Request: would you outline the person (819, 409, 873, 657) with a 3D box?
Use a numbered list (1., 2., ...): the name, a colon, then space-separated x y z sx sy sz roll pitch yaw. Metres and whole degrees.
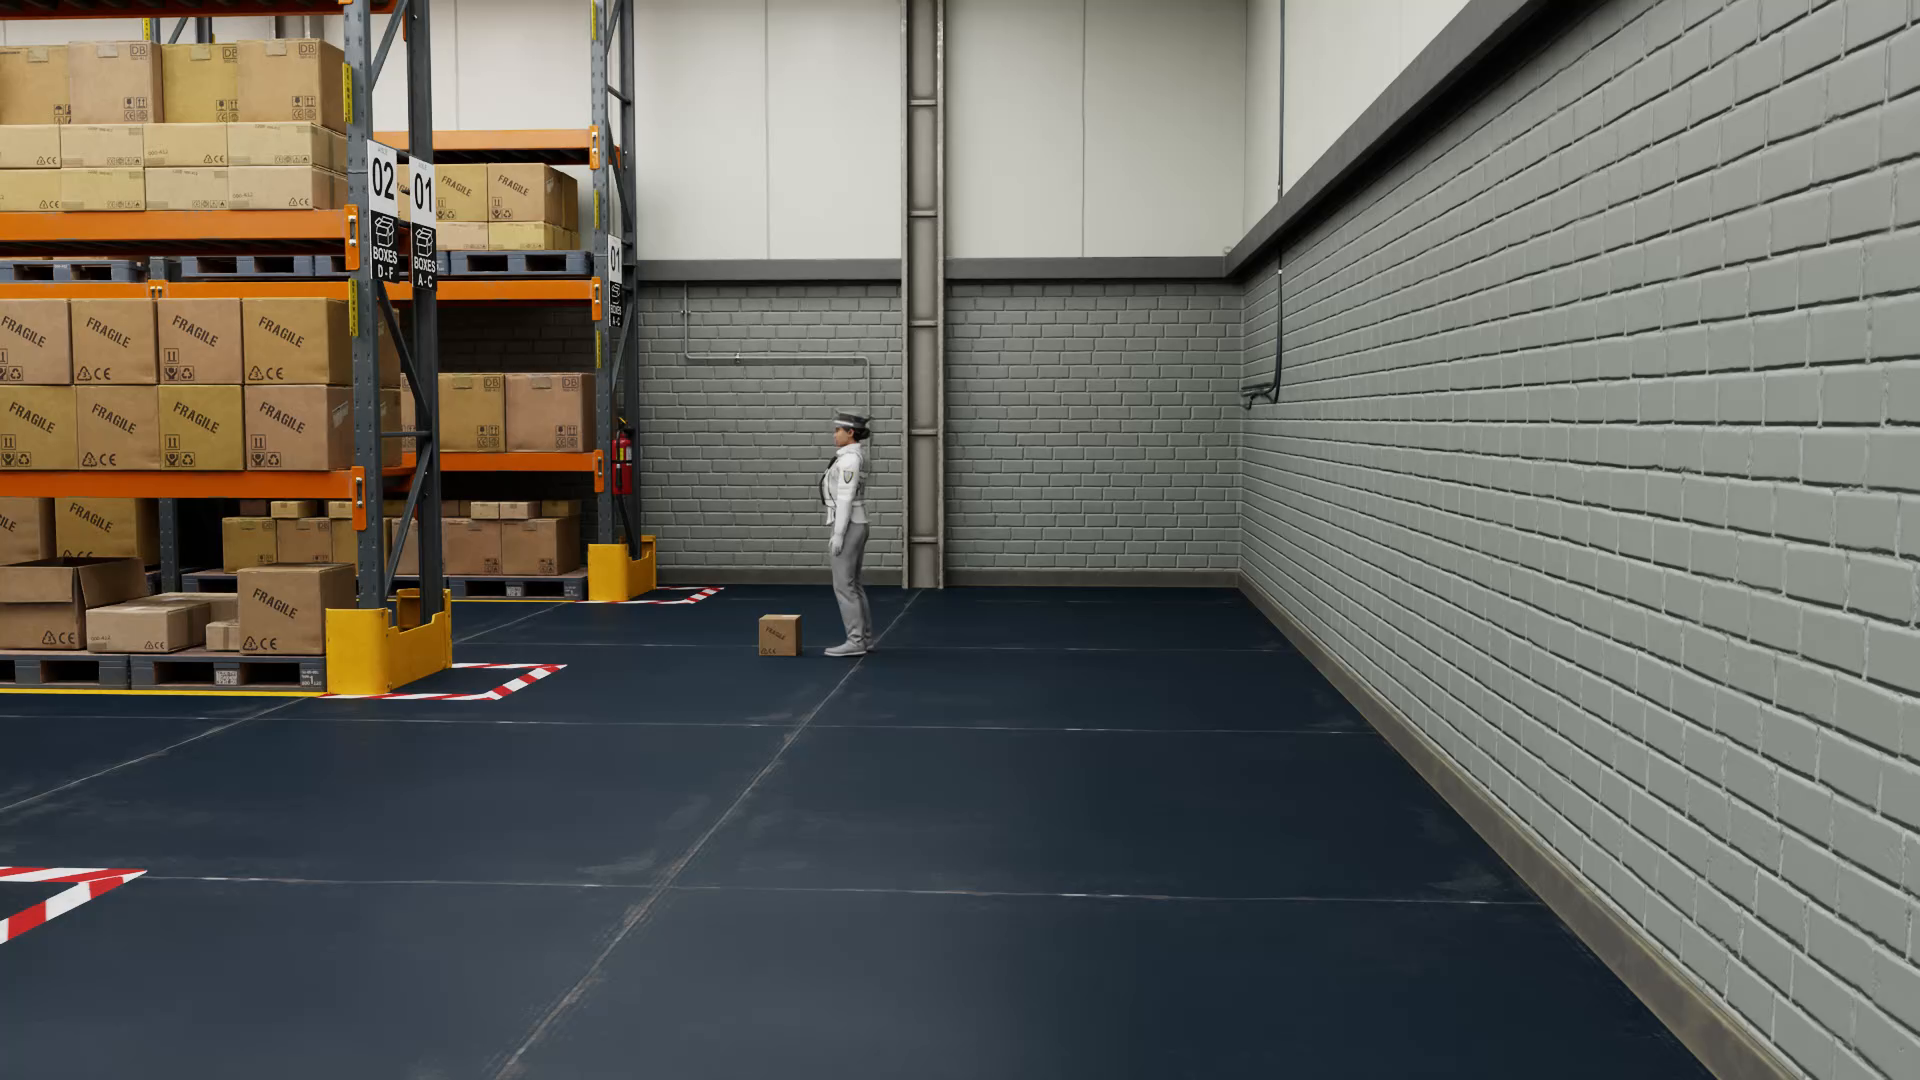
1. person: -0.770 -0.044 11.275 0.333 1.689 0.468 0 4 5
